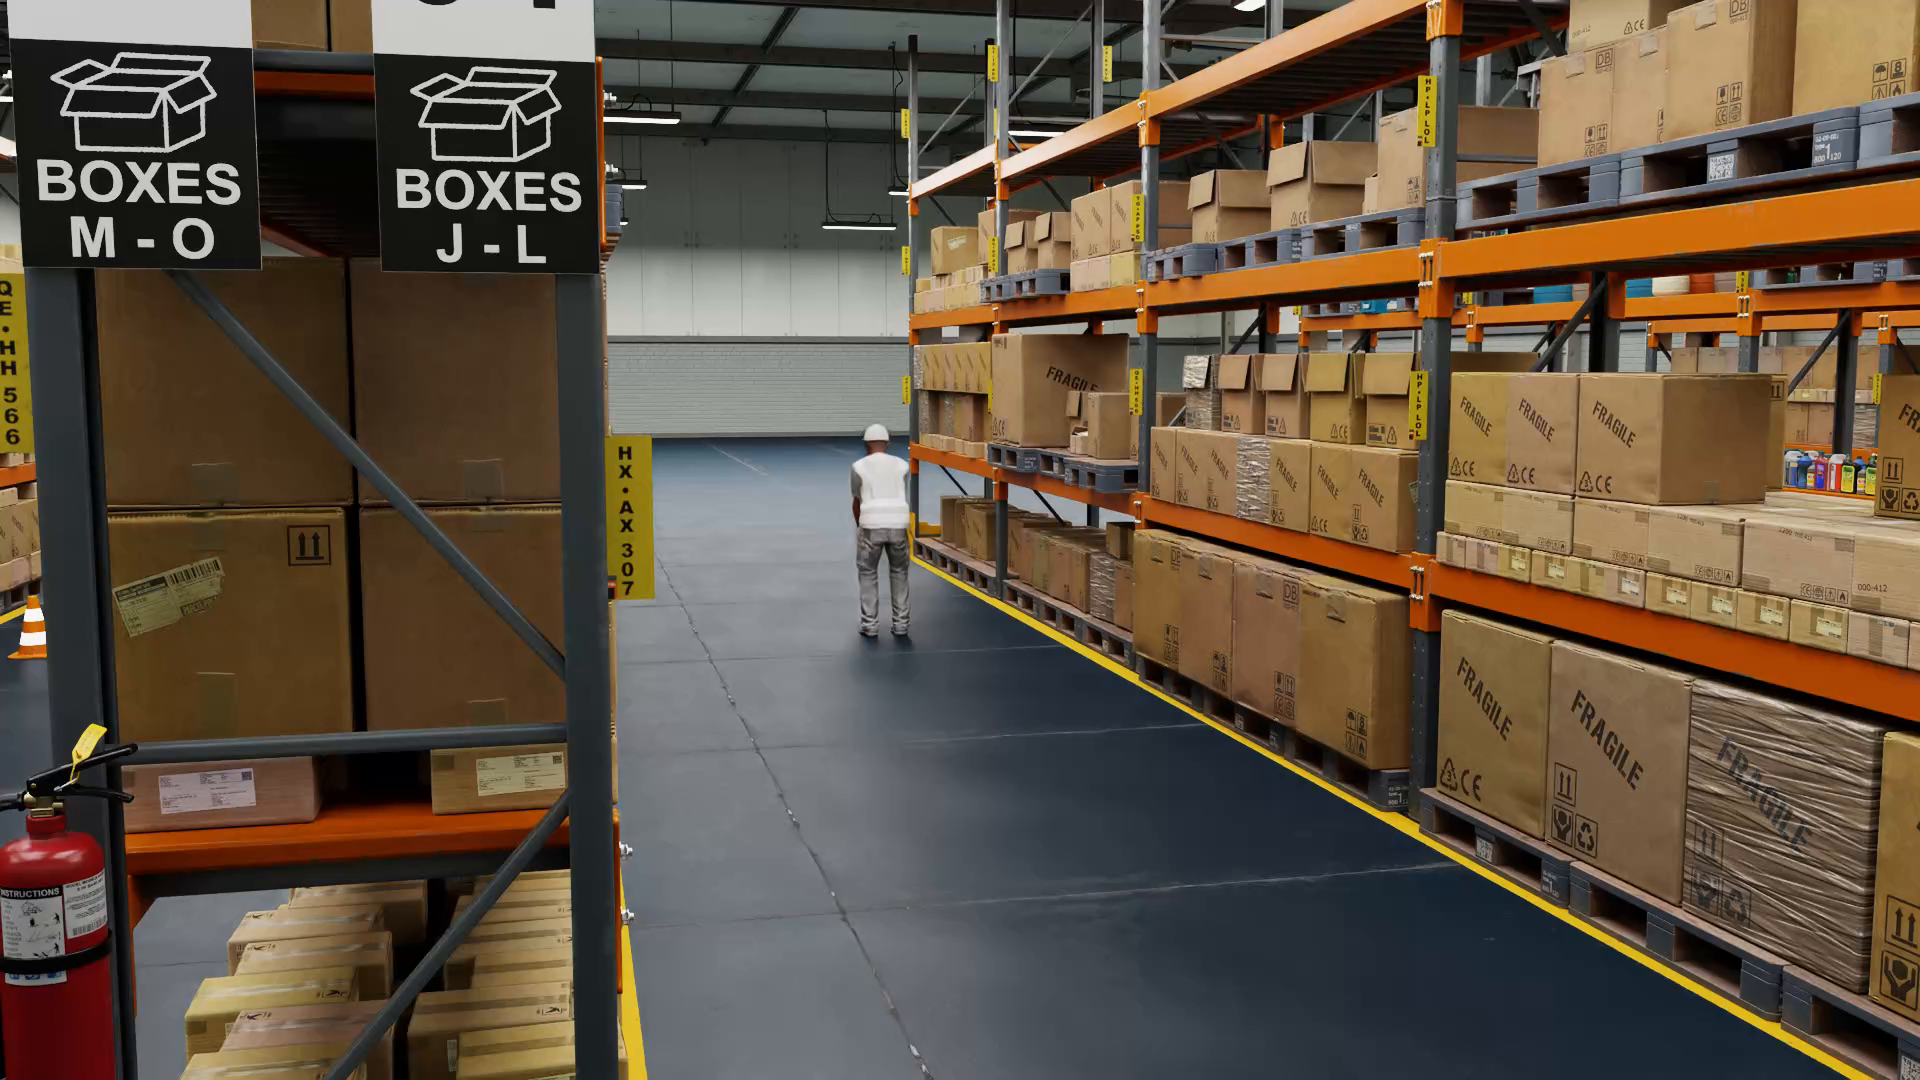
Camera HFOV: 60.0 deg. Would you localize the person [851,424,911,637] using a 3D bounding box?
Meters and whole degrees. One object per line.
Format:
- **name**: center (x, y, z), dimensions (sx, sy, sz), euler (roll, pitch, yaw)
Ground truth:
- **person**: center (-0.670, -0.092, 13.855), dimensions (0.488, 1.744, 0.612), euler (-2, 6, -15)
